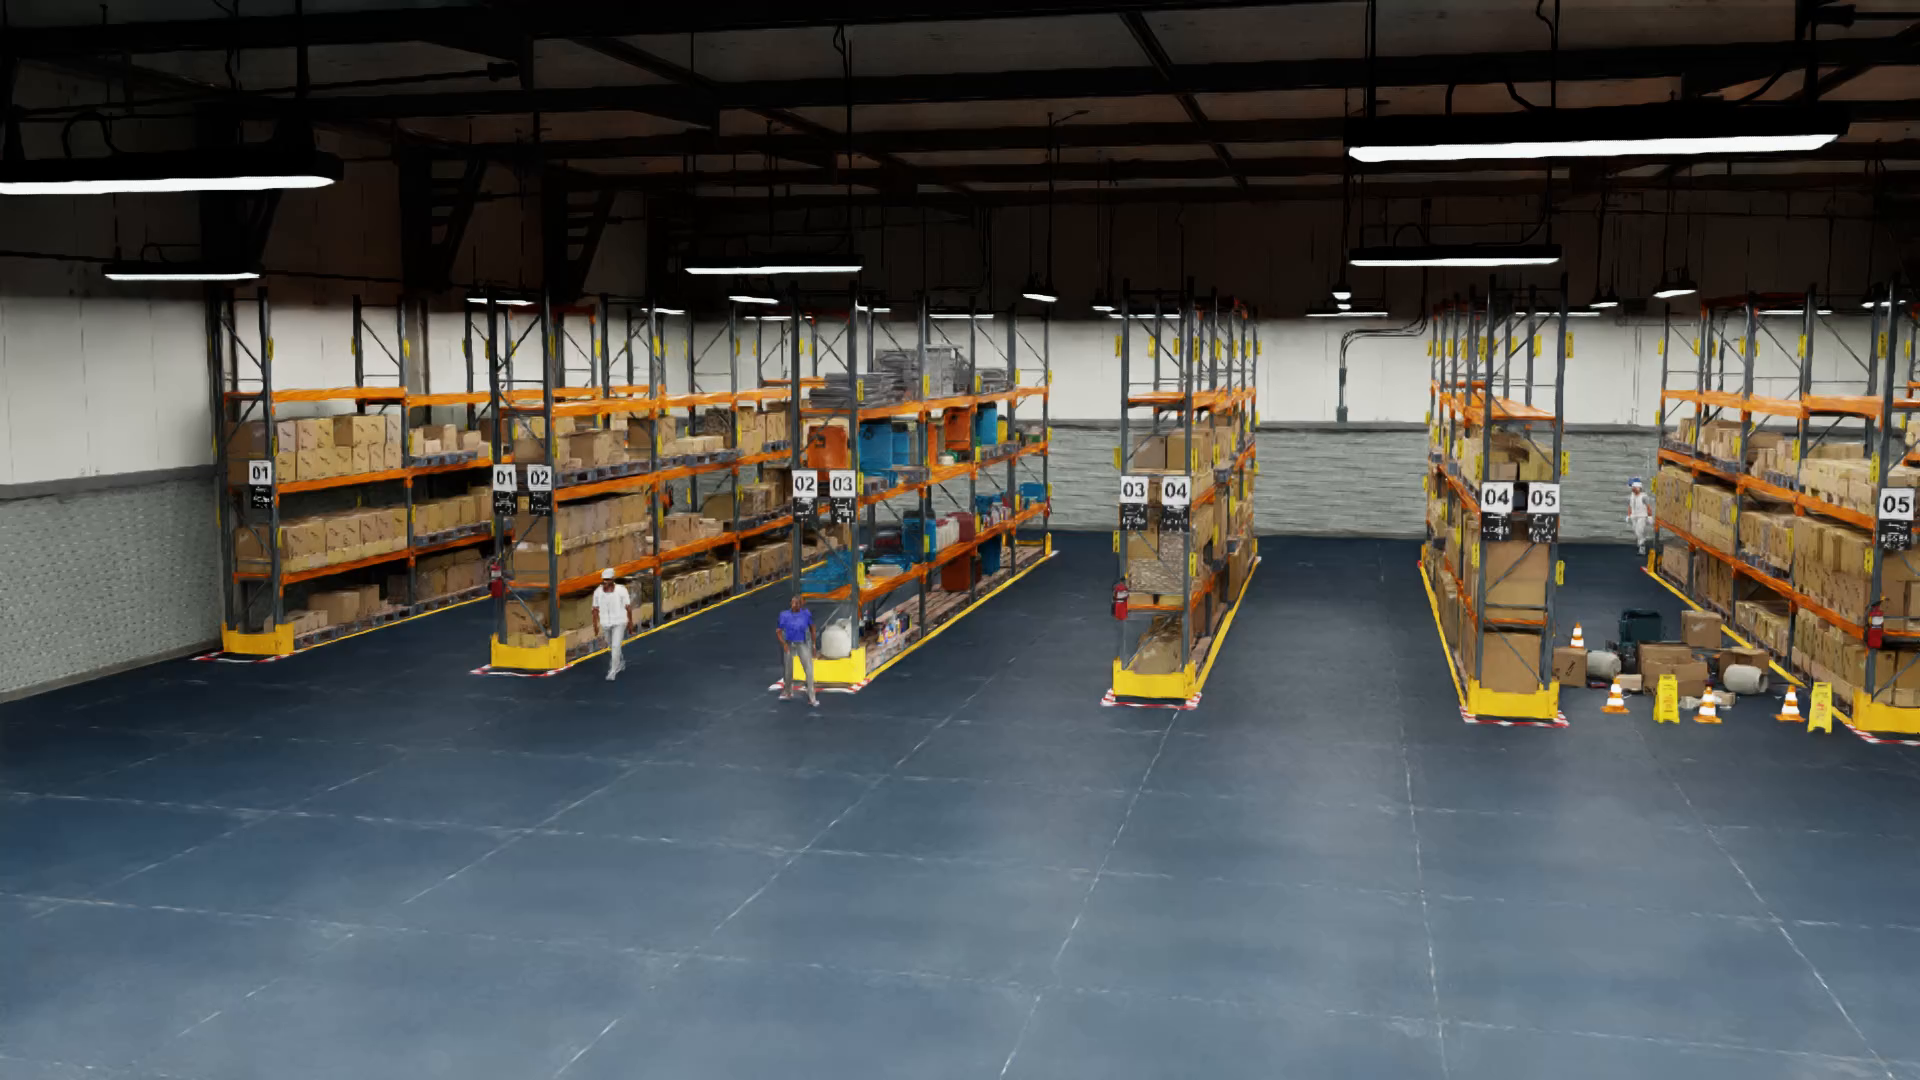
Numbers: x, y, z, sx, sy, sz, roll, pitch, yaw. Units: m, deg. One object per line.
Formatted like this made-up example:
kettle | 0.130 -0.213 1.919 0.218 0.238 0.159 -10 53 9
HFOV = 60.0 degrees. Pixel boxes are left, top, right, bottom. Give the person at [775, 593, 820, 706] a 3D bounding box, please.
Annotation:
person | -2.288 1.511 23.510 0.621 1.591 0.822 0 7 -3

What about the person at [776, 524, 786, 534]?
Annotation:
person | -4.542 -0.692 42.515 0.344 1.602 0.553 1 7 5

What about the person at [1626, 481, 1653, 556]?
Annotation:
person | 16.530 -0.537 40.442 0.495 1.773 0.631 -3 7 -25

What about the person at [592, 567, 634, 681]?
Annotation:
person | -5.312 1.249 25.264 0.583 1.686 1.111 1 7 12
